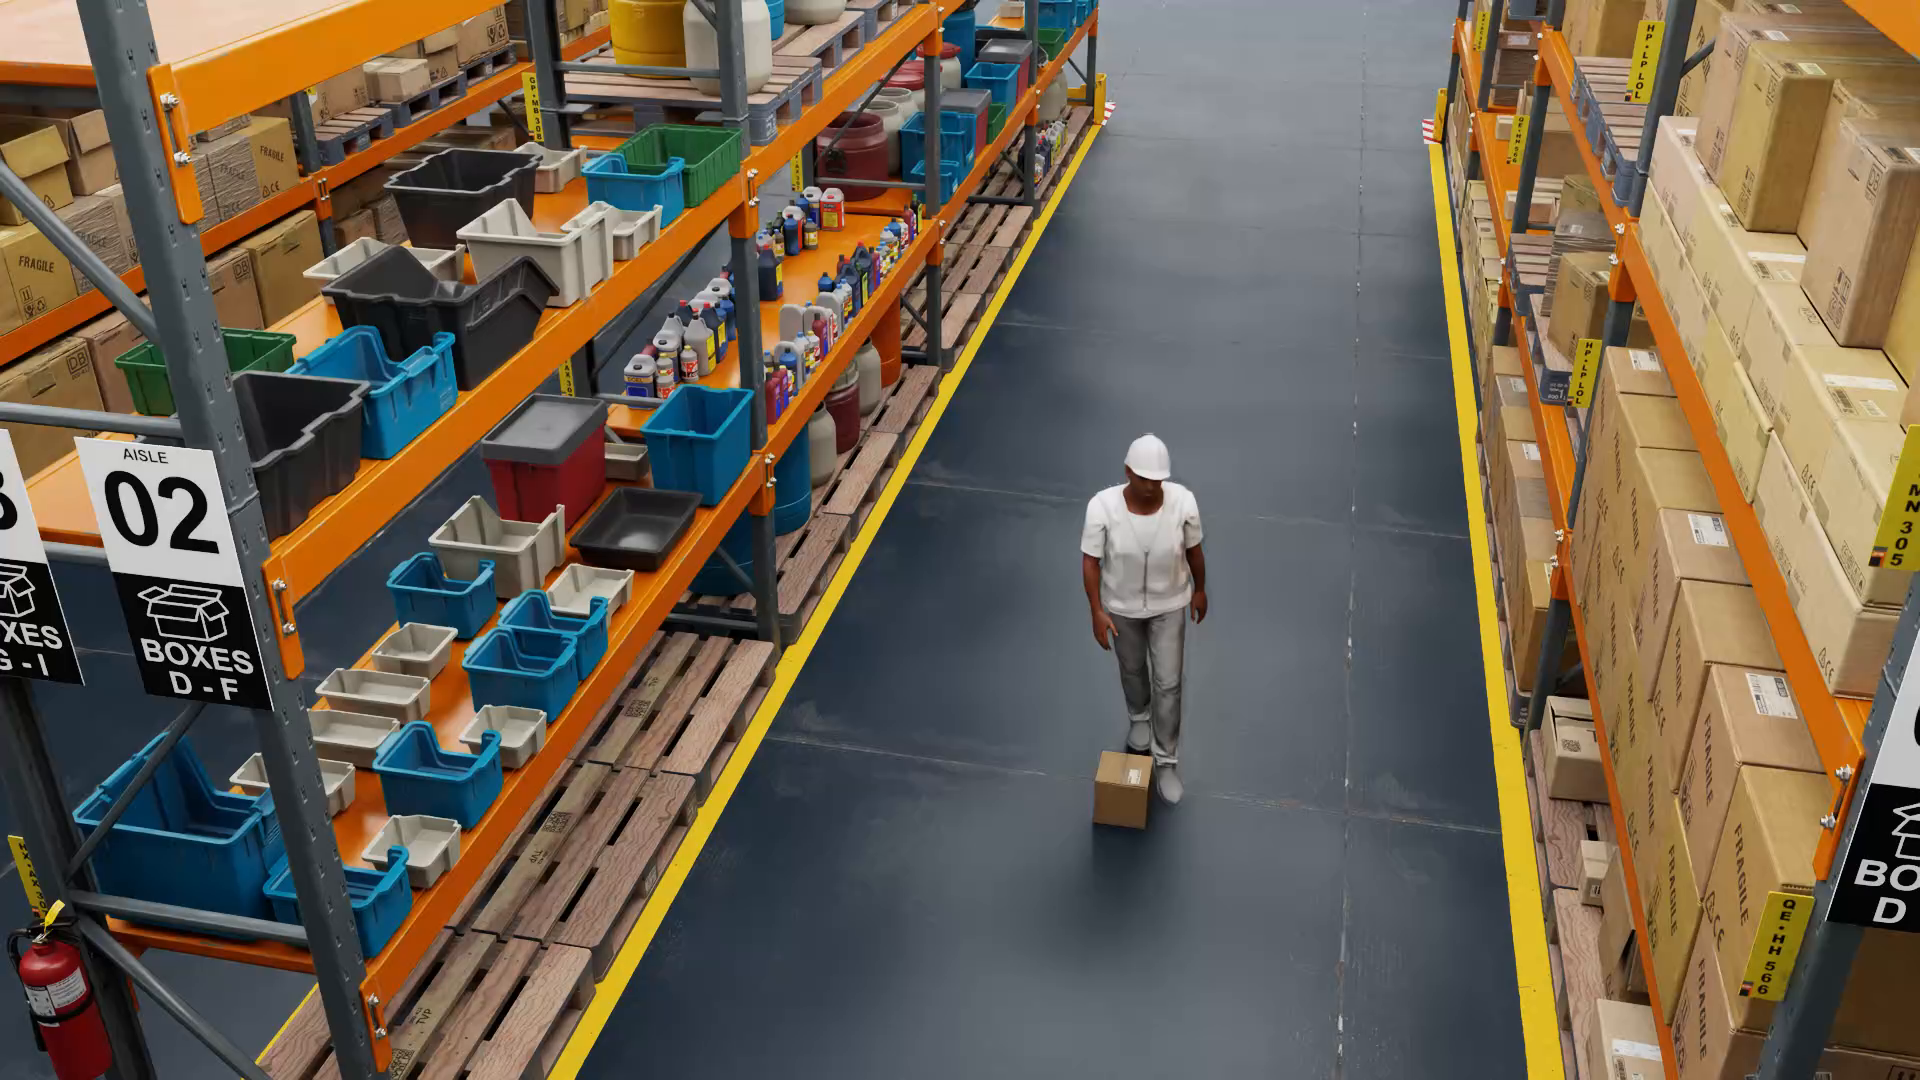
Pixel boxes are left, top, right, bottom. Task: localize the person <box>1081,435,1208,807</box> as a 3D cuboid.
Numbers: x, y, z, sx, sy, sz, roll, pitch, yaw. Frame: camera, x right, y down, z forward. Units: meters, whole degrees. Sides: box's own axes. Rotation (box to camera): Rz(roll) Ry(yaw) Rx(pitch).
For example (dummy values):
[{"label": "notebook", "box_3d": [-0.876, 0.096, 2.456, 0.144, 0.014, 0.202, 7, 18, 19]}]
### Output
[{"label": "person", "box_3d": [0.878, 0.343, 7.964, 0.625, 1.782, 0.700, 3, 29, 6]}]
